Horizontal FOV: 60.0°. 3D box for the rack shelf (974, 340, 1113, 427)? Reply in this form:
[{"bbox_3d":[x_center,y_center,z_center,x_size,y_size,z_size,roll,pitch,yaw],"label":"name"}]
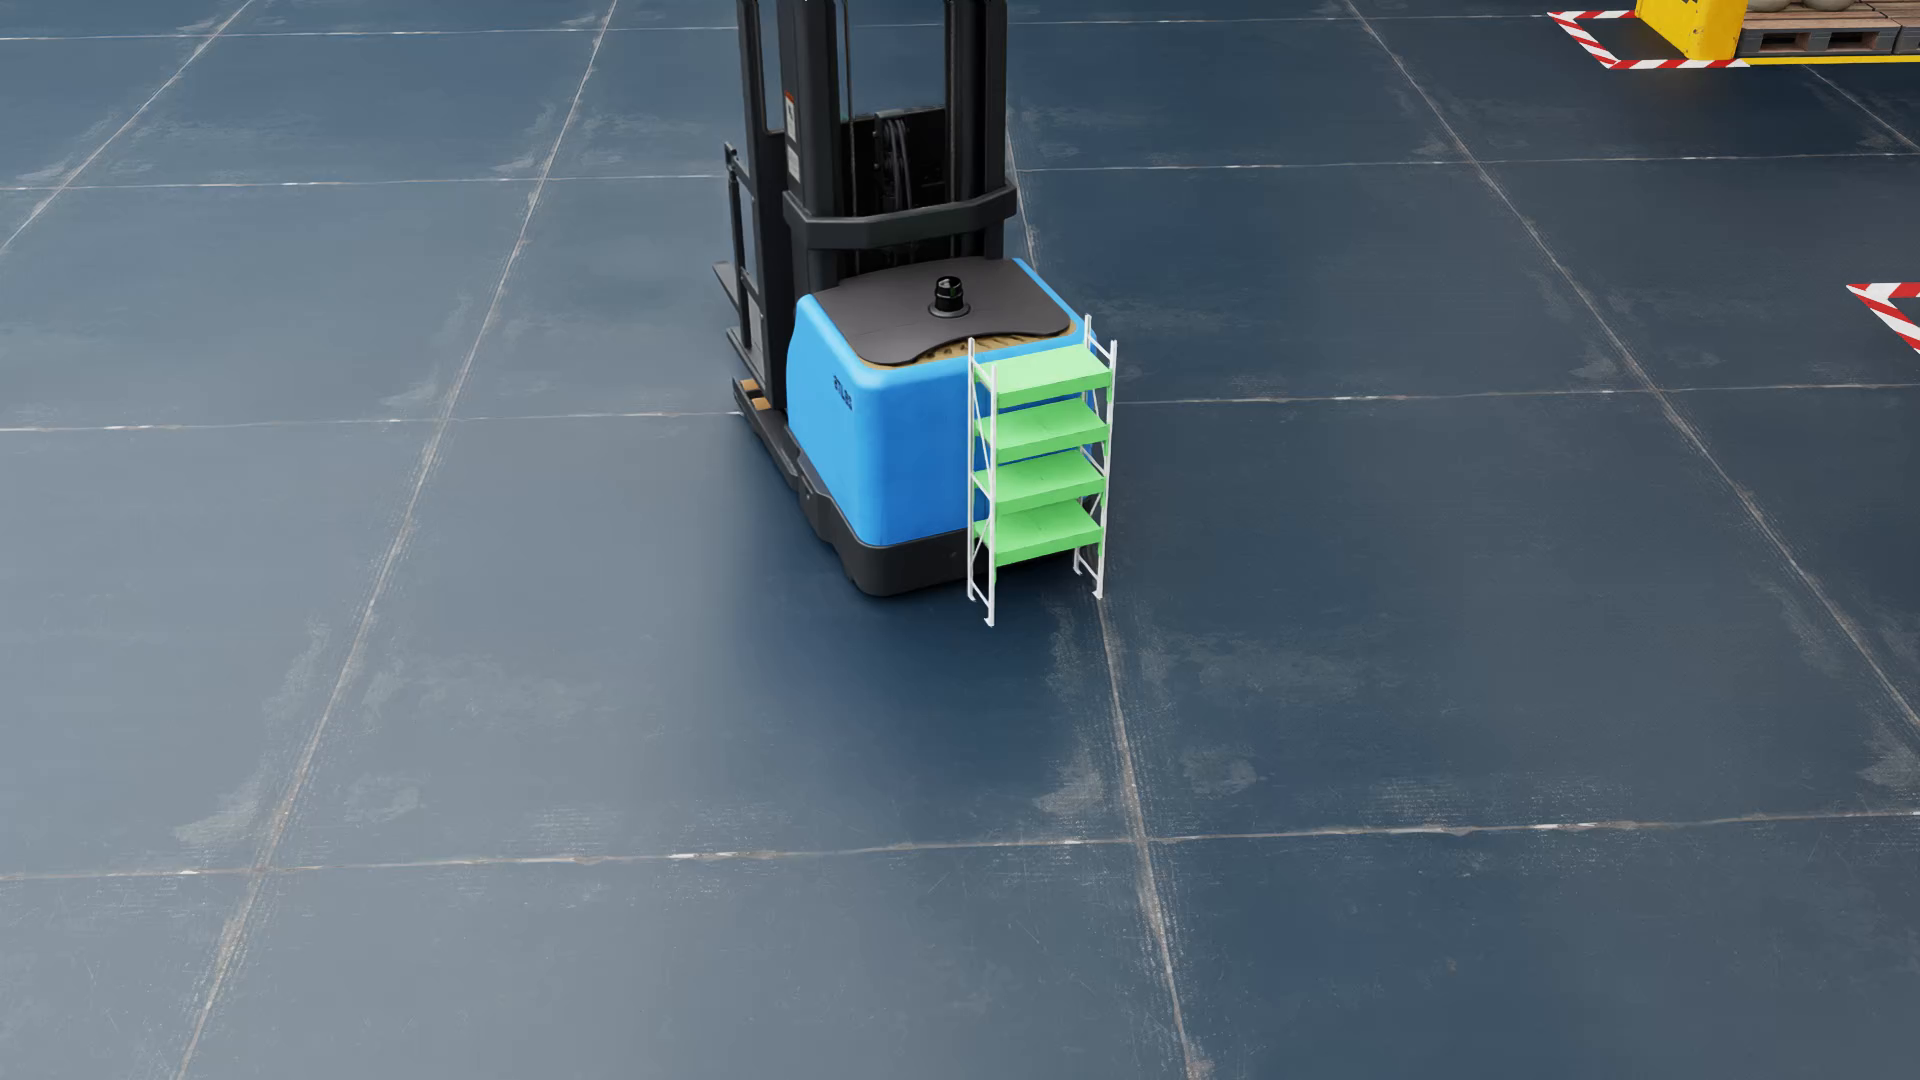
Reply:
[{"bbox_3d":[0.309,-0.598,6.328,0.480,0.148,0.258,-13,37,-18],"label":"rack shelf"}]

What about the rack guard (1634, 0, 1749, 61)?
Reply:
[{"bbox_3d":[5.607,-4.123,12.768,0.348,0.500,1.175,-2,35,-2],"label":"rack guard"}]

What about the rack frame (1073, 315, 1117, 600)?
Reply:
[{"bbox_3d":[0.535,-0.309,6.642,0.015,1.200,0.240,-13,37,-18],"label":"rack frame"}]

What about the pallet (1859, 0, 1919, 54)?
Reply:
[{"bbox_3d":[7.634,-4.054,12.922,1.213,0.211,1.003,-2,35,-2],"label":"pallet"}]

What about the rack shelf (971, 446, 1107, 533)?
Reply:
[{"bbox_3d":[0.309,-0.203,6.601,0.480,0.148,0.258,-13,37,-18],"label":"rack shelf"}]

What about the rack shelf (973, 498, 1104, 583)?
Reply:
[{"bbox_3d":[0.309,-0.006,6.738,0.480,0.148,0.258,-13,37,-18],"label":"rack shelf"}]

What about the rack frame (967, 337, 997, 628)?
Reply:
[{"bbox_3d":[0.084,-0.202,6.488,0.015,1.200,0.240,-13,37,-18],"label":"rack frame"}]

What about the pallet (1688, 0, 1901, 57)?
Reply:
[{"bbox_3d":[6.419,-4.023,12.877,1.213,0.211,1.003,-2,35,-2],"label":"pallet"}]

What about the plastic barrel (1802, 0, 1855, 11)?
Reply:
[{"bbox_3d":[6.688,-4.346,12.711,0.421,0.512,0.421,0,35,0],"label":"plastic barrel"}]

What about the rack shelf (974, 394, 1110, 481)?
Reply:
[{"bbox_3d":[0.309,-0.400,6.465,0.480,0.148,0.258,-13,37,-18],"label":"rack shelf"}]

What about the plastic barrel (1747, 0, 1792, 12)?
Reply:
[{"bbox_3d":[6.187,-4.333,12.692,0.421,0.512,0.421,0,35,0],"label":"plastic barrel"}]

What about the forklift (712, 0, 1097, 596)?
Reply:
[{"bbox_3d":[-0.463,-1.808,7.287,1.130,2.935,3.031,-13,37,-18],"label":"forklift"}]

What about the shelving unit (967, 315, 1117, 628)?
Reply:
[{"bbox_3d":[0.309,-0.256,6.565,0.503,1.200,0.258,-13,37,-18],"label":"shelving unit"}]
